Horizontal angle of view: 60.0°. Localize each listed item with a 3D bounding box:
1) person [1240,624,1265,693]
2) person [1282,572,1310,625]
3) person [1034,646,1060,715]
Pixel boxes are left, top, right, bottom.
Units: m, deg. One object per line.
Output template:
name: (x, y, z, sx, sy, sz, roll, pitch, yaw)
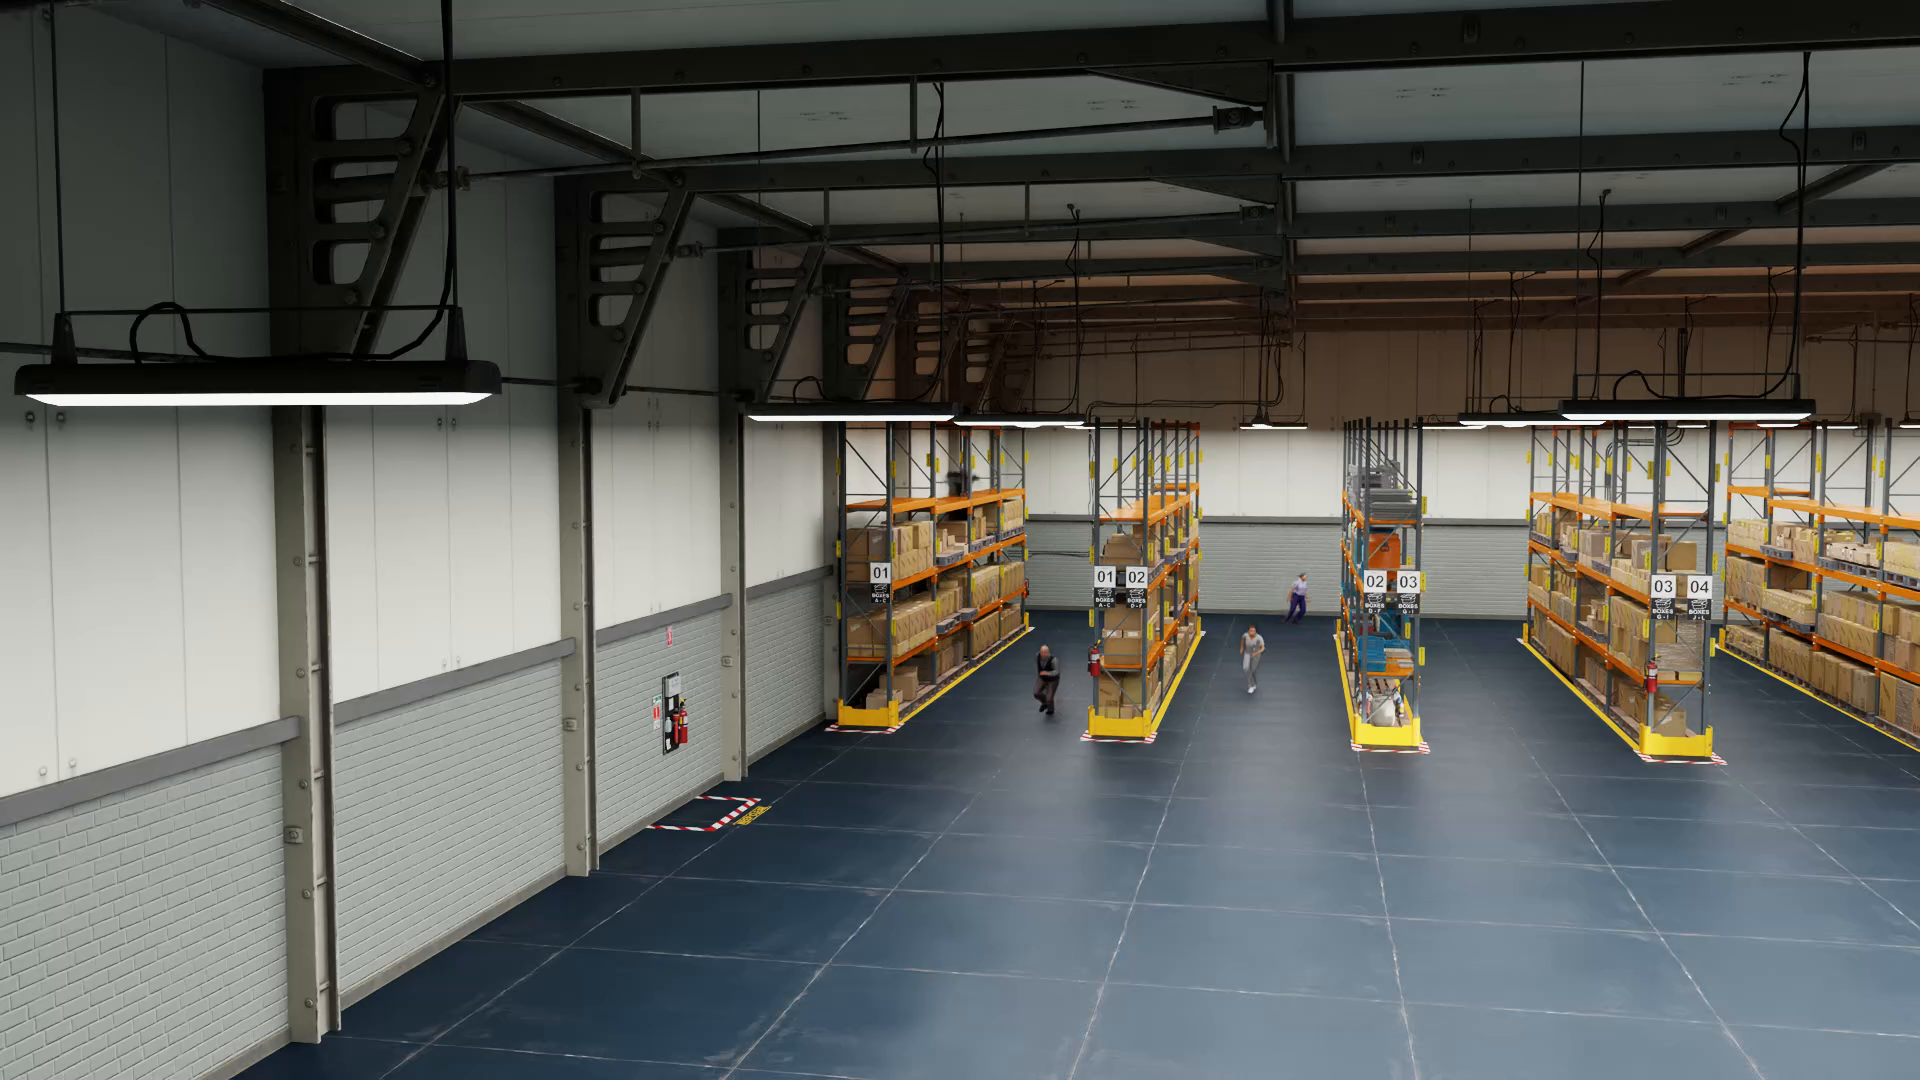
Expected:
person: (6.470, 2.566, 36.732, 0.573, 1.512, 1.028, 1, 4, 15)
person: (9.972, 1.744, 49.375, 0.756, 1.597, 0.584, -2, 4, -33)
person: (1.738, 2.812, 33.287, 0.677, 1.477, 0.998, 2, 4, 27)
